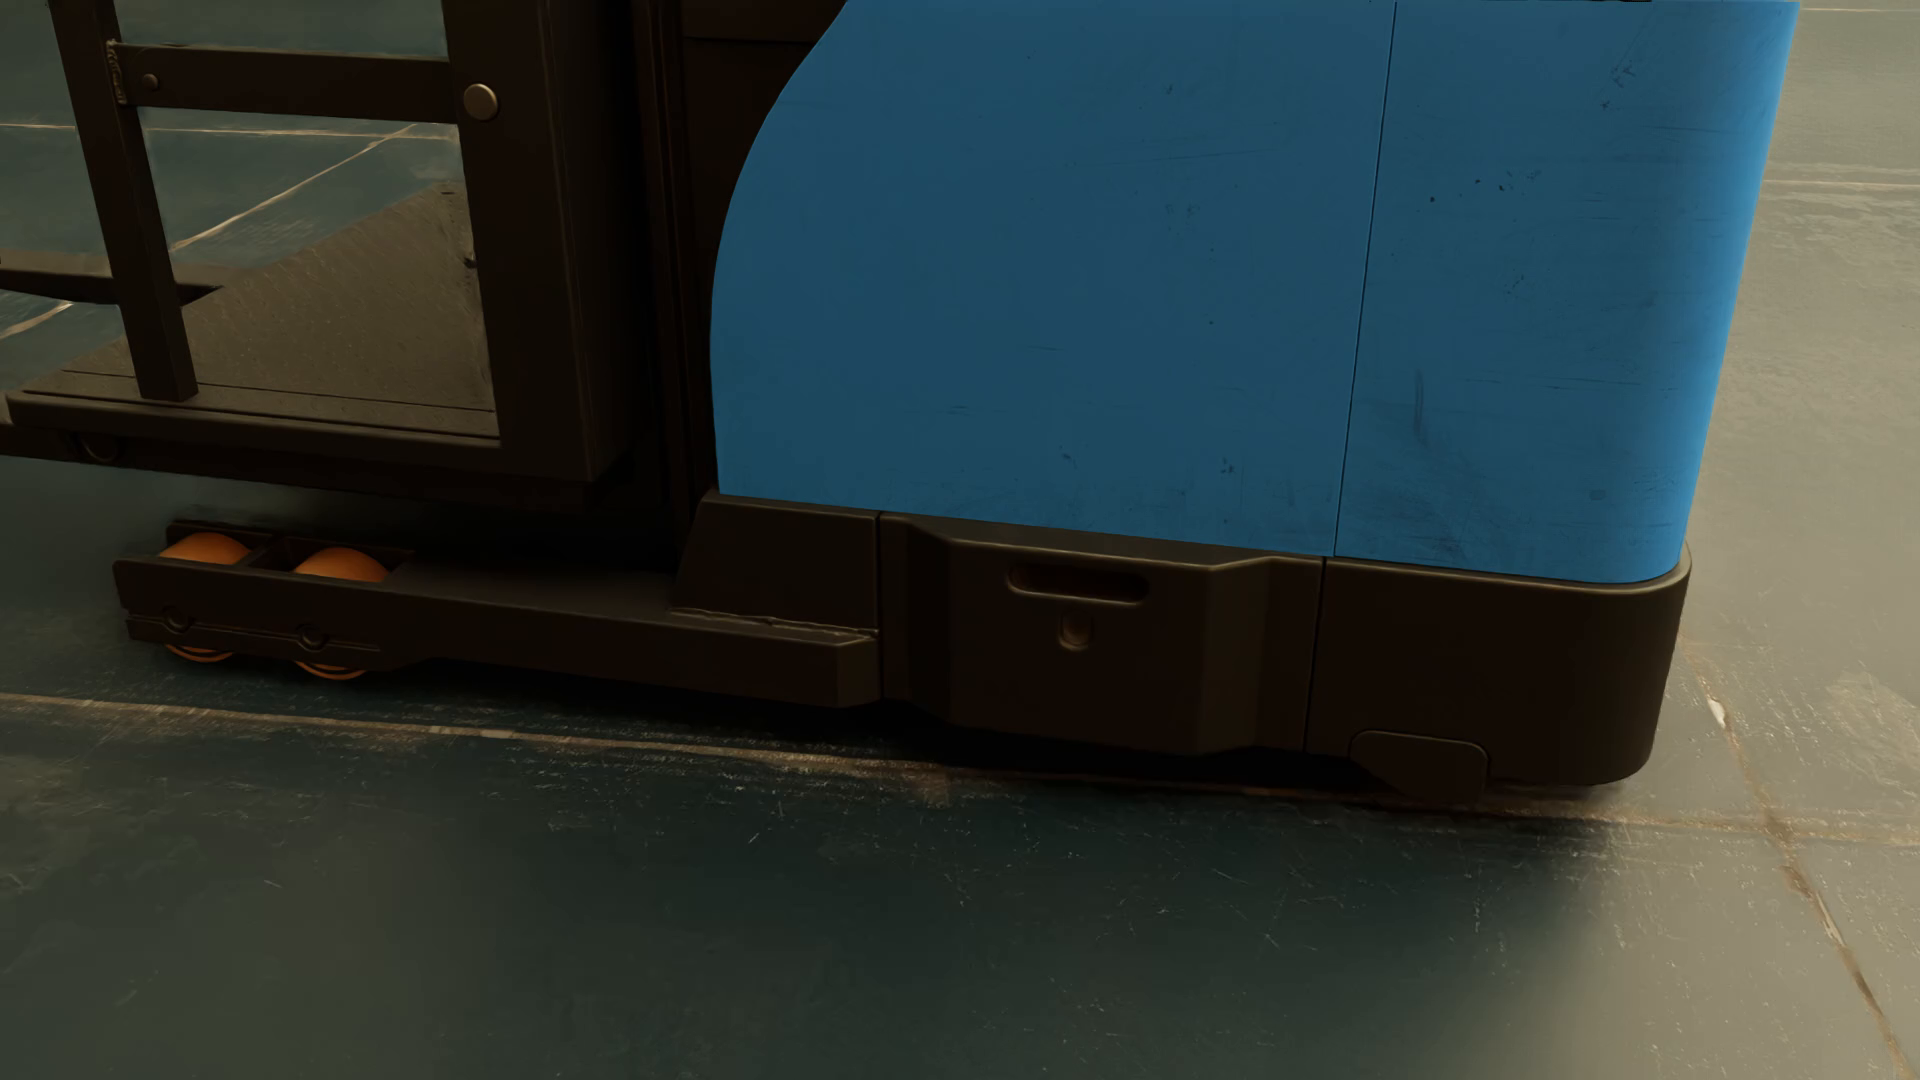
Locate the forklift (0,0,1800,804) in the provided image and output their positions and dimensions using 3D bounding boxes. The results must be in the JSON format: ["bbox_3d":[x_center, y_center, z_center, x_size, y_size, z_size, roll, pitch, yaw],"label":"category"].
[{"bbox_3d":[-0.600,-1.354,1.930,3.031,2.935,1.130,6,27,12],"label":"forklift"}]
